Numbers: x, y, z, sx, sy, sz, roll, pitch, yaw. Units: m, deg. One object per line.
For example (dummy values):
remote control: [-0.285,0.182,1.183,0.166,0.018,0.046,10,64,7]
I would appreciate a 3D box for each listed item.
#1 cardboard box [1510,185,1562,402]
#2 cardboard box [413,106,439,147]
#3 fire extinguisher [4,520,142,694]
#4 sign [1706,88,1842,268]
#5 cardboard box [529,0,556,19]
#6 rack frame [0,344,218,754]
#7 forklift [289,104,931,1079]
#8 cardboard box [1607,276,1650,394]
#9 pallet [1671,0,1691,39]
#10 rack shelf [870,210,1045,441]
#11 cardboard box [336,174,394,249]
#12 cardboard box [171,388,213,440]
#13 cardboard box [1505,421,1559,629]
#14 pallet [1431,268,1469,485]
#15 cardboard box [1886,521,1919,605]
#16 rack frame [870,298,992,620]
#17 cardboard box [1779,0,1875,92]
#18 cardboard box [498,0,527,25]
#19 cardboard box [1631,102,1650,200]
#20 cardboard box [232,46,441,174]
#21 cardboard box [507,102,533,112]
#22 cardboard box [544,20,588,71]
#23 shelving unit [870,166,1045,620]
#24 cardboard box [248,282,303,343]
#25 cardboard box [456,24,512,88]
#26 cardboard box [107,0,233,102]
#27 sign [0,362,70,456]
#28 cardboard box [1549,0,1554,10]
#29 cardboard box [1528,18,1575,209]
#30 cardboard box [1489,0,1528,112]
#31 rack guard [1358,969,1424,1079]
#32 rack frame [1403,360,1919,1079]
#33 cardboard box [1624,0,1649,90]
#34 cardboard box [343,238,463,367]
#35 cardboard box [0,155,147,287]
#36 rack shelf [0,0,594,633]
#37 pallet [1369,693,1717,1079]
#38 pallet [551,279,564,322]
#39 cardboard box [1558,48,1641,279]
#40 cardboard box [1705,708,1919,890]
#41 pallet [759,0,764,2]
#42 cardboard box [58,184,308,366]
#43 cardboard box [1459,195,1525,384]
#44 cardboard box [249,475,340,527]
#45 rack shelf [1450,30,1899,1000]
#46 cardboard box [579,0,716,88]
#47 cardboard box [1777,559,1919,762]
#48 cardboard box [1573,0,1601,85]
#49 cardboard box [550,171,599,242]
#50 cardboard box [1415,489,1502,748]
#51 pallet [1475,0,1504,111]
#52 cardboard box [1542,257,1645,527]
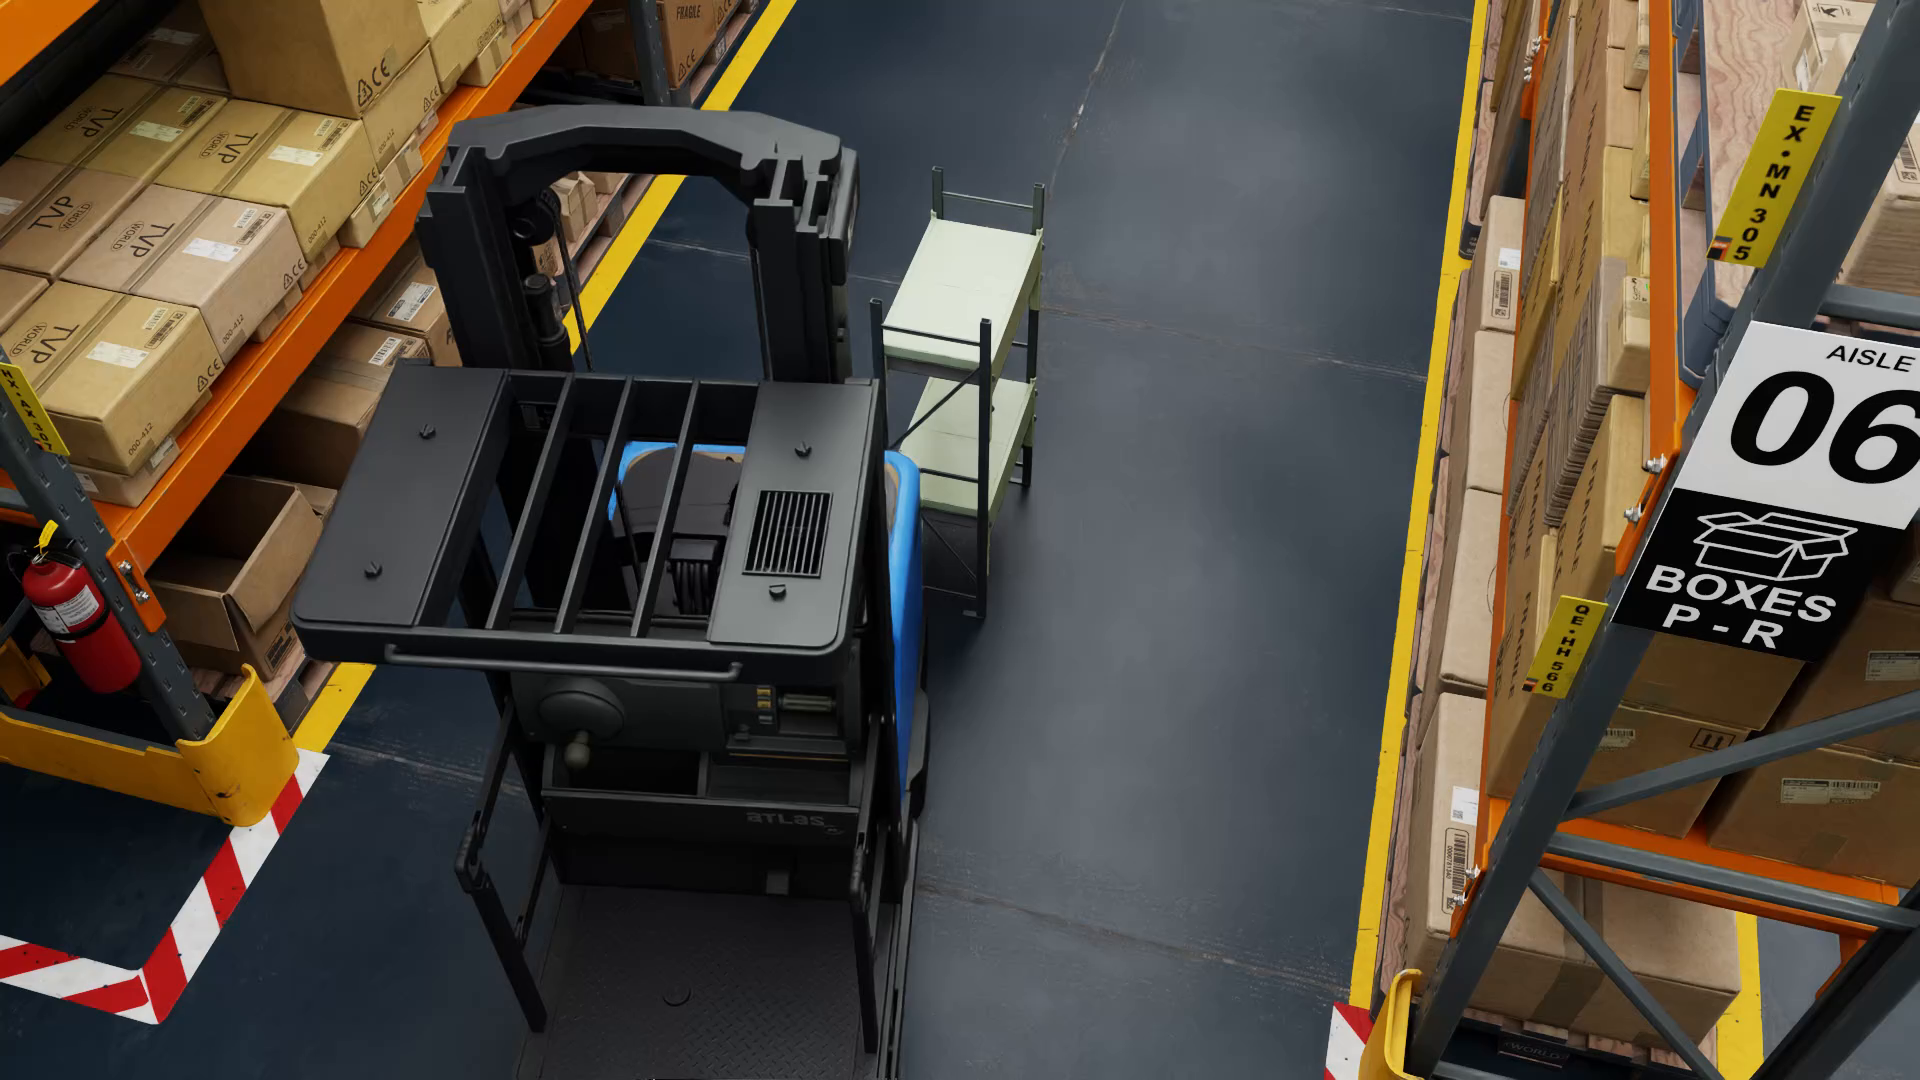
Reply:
cardboard box: [2.072,-0.734,5.249,0.500,0.500,0.500,13,50,11]
cardboard box: [-2.196,-1.583,6.233,0.380,0.149,0.250,11,50,10]
fire extinguisher: [-2.578,0.180,4.809,0.296,0.674,0.183,12,50,10]
sign: [1.285,-0.566,2.629,0.100,0.325,0.005,12,50,10]
cardboard box: [-1.865,-2.311,6.875,0.380,0.149,0.250,13,50,11]
rack frame: [-2.985,-0.166,4.815,1.000,3.000,0.127,12,50,10]
forklift: [-0.735,0.527,4.249,1.130,2.935,3.031,3,49,2]
cardboard box: [1.737,-0.459,3.907,0.380,0.149,0.250,11,50,10]
pallet: [2.309,-1.577,4.118,1.003,0.211,1.213,12,50,10]
rack shelf: [0.002,-0.759,5.818,0.431,0.370,0.720,12,50,10]
cardboard box: [-2.247,-1.189,5.885,0.380,0.149,0.250,10,49,9]
cardboard box: [-2.611,-0.460,5.242,0.380,0.149,0.250,13,50,11]
cardboard box: [1.823,0.016,4.587,0.500,0.500,0.500,11,49,9]
pallet: [2.582,-0.625,7.080,1.003,0.211,1.213,12,50,10]
cardboard box: [2.165,0.030,3.476,0.380,0.149,0.250,13,50,11]
rack frame: [-0.095,-0.236,5.877,0.400,1.500,0.023,12,50,10]
cardboard box: [1.870,-0.933,3.312,0.380,0.149,0.250,8,49,7]
cardboard box: [-1.948,-2.327,6.623,0.500,0.250,0.500,12,50,10]
cardboard box: [1.989,-1.001,4.385,0.380,0.149,0.250,13,50,11]
cardboard box: [-2.229,-1.596,5.979,0.500,0.250,0.500,10,49,9]
cardboard box: [-2.334,-1.878,7.839,0.500,0.311,0.500,13,50,11]
cardboard box: [-2.088,-2.785,8.513,0.500,0.500,0.500,11,50,10]
shelving unit: [0.002,-0.501,6.111,0.431,1.500,0.755,12,50,10]
cardboard box: [-2.450,-0.828,5.566,0.380,0.149,0.250,13,50,11]
cardboard box: [-2.000,-1.936,6.544,0.380,0.149,0.250,11,49,9]
cardboard box: [-2.710,-1.708,6.078,0.500,0.250,0.500,11,50,10]
sign: [-2.461,-0.346,4.396,0.100,0.325,0.005,12,50,10]
cardboard box: [2.733,-2.407,6.893,0.500,0.250,0.500,10,49,9]
cardboard box: [2.345,-1.465,5.894,0.500,0.500,0.500,12,50,10]
cardboard box: [3.174,-2.638,8.133,0.875,0.875,0.875,13,50,11]
rack guard: [1.799,1.655,4.875,1.175,0.500,0.348,12,50,10]
rack frame: [1.805,0.811,3.953,1.000,3.000,0.127,12,50,10]
cardboard box: [2.105,-1.386,4.725,0.380,0.149,0.250,12,50,10]
cardboard box: [-2.234,-0.875,6.828,0.500,0.500,0.500,12,50,11]
cardboard box: [-2.983,-0.973,5.429,0.500,0.250,0.500,12,50,10]
rack shelf: [-2.458,-1.375,6.361,1.077,0.370,4.000,12,50,10]
pallet: [1.940,1.139,5.522,1.003,0.211,1.213,12,50,10]
pallet: [-2.433,-0.755,7.195,1.003,0.211,1.213,12,50,10]
cardboard box: [2.079,-1.053,4.864,0.500,0.500,0.500,11,50,10]
cardboard box: [2.208,0.487,4.172,0.500,0.500,0.500,11,50,10]
pallet: [-1.435,-3.618,9.721,1.003,0.211,1.213,12,50,10]
cardboard box: [-2.473,-0.855,5.324,0.500,0.250,0.500,12,50,10]
cardboard box: [2.589,-0.941,6.927,0.875,0.438,0.875,11,49,9]
cardboard box: [-2.583,-0.085,6.365,0.380,0.149,0.250,10,49,9]
rack shelf: [2.331,-0.398,5.499,1.077,0.370,4.000,12,50,10]
cardboard box: [-1.588,-2.677,8.418,0.500,0.500,0.500,14,50,12]
cardboard box: [2.206,0.156,3.797,0.500,0.500,0.500,11,49,9]
cardboard box: [2.360,-1.786,5.511,0.500,0.500,0.500,11,49,10]
cardboard box: [-1.889,-1.575,7.601,0.396,0.266,0.258,13,50,11]
cardboard box: [2.115,0.359,5.780,0.875,0.438,0.875,13,50,11]
pallet: [3.307,-2.618,8.839,1.003,0.211,1.213,12,50,10]
cardboard box: [1.811,-0.333,4.228,0.500,0.500,0.500,12,50,10]
